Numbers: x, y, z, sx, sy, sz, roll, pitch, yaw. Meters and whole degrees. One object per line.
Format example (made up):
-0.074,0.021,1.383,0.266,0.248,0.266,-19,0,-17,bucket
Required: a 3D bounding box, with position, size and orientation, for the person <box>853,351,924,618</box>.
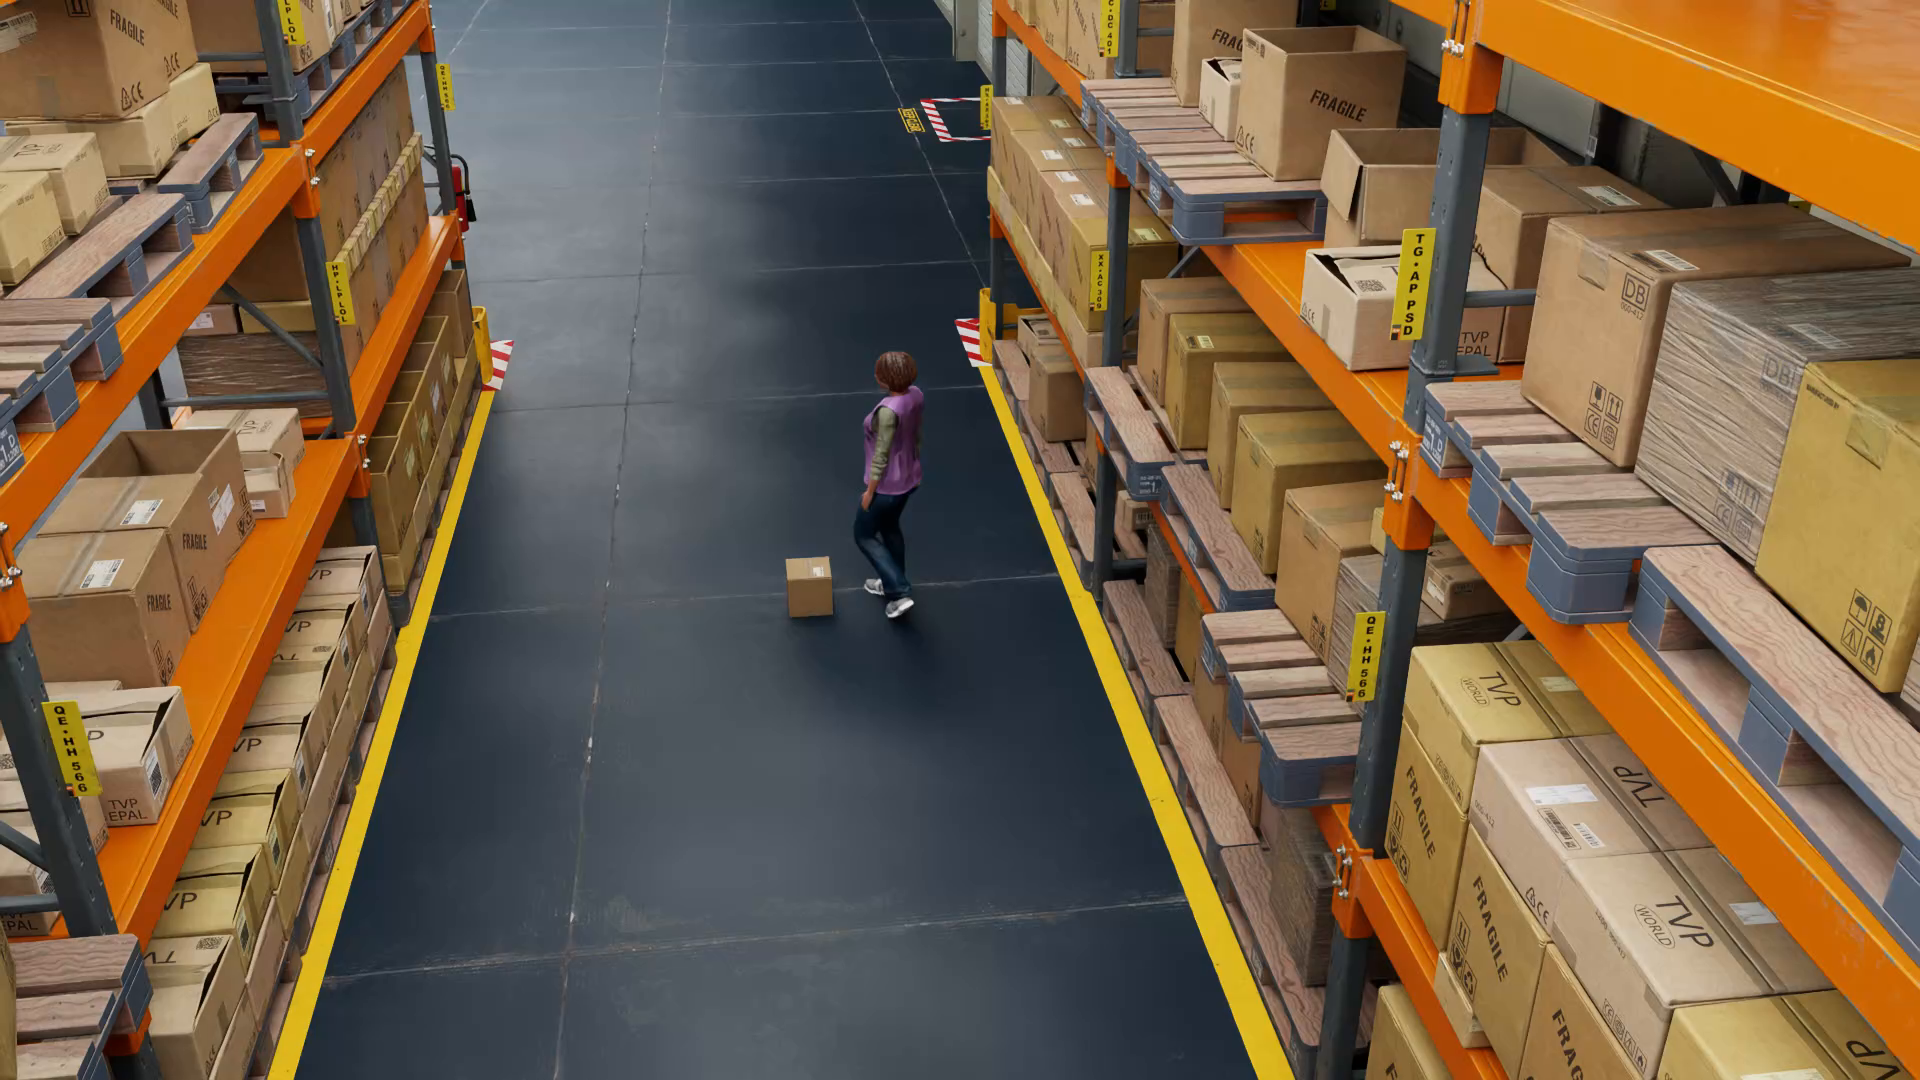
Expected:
-0.398,-0.325,9.259,0.491,1.588,0.443,14,31,25,person
